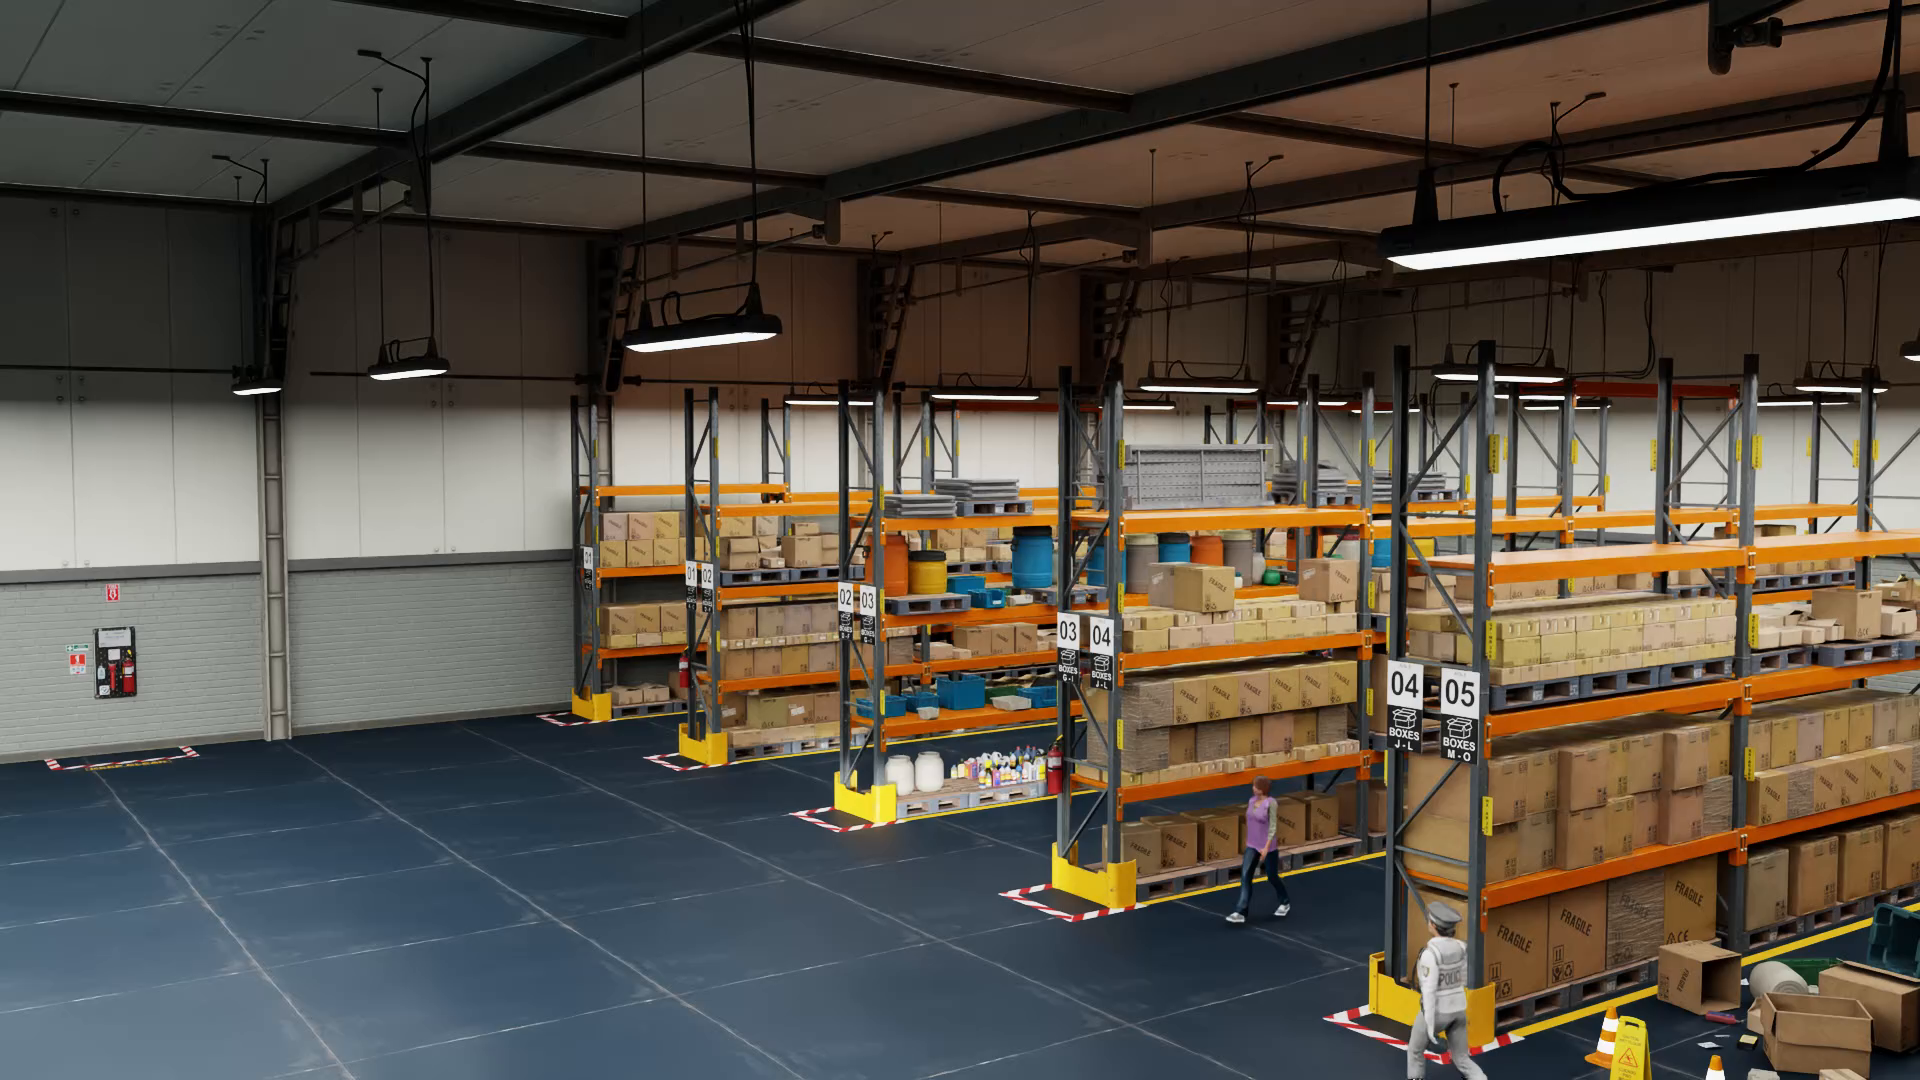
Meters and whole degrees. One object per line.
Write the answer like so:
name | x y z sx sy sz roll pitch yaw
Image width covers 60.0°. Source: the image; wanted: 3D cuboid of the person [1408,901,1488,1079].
person | 3.675 3.572 12.575 0.486 1.640 0.970 -2 4 -34

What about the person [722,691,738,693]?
person | -4.286 2.520 30.502 0.553 1.664 0.688 1 3 8

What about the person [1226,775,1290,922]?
person | 3.210 3.296 17.804 0.893 1.553 0.448 -3 5 -41
